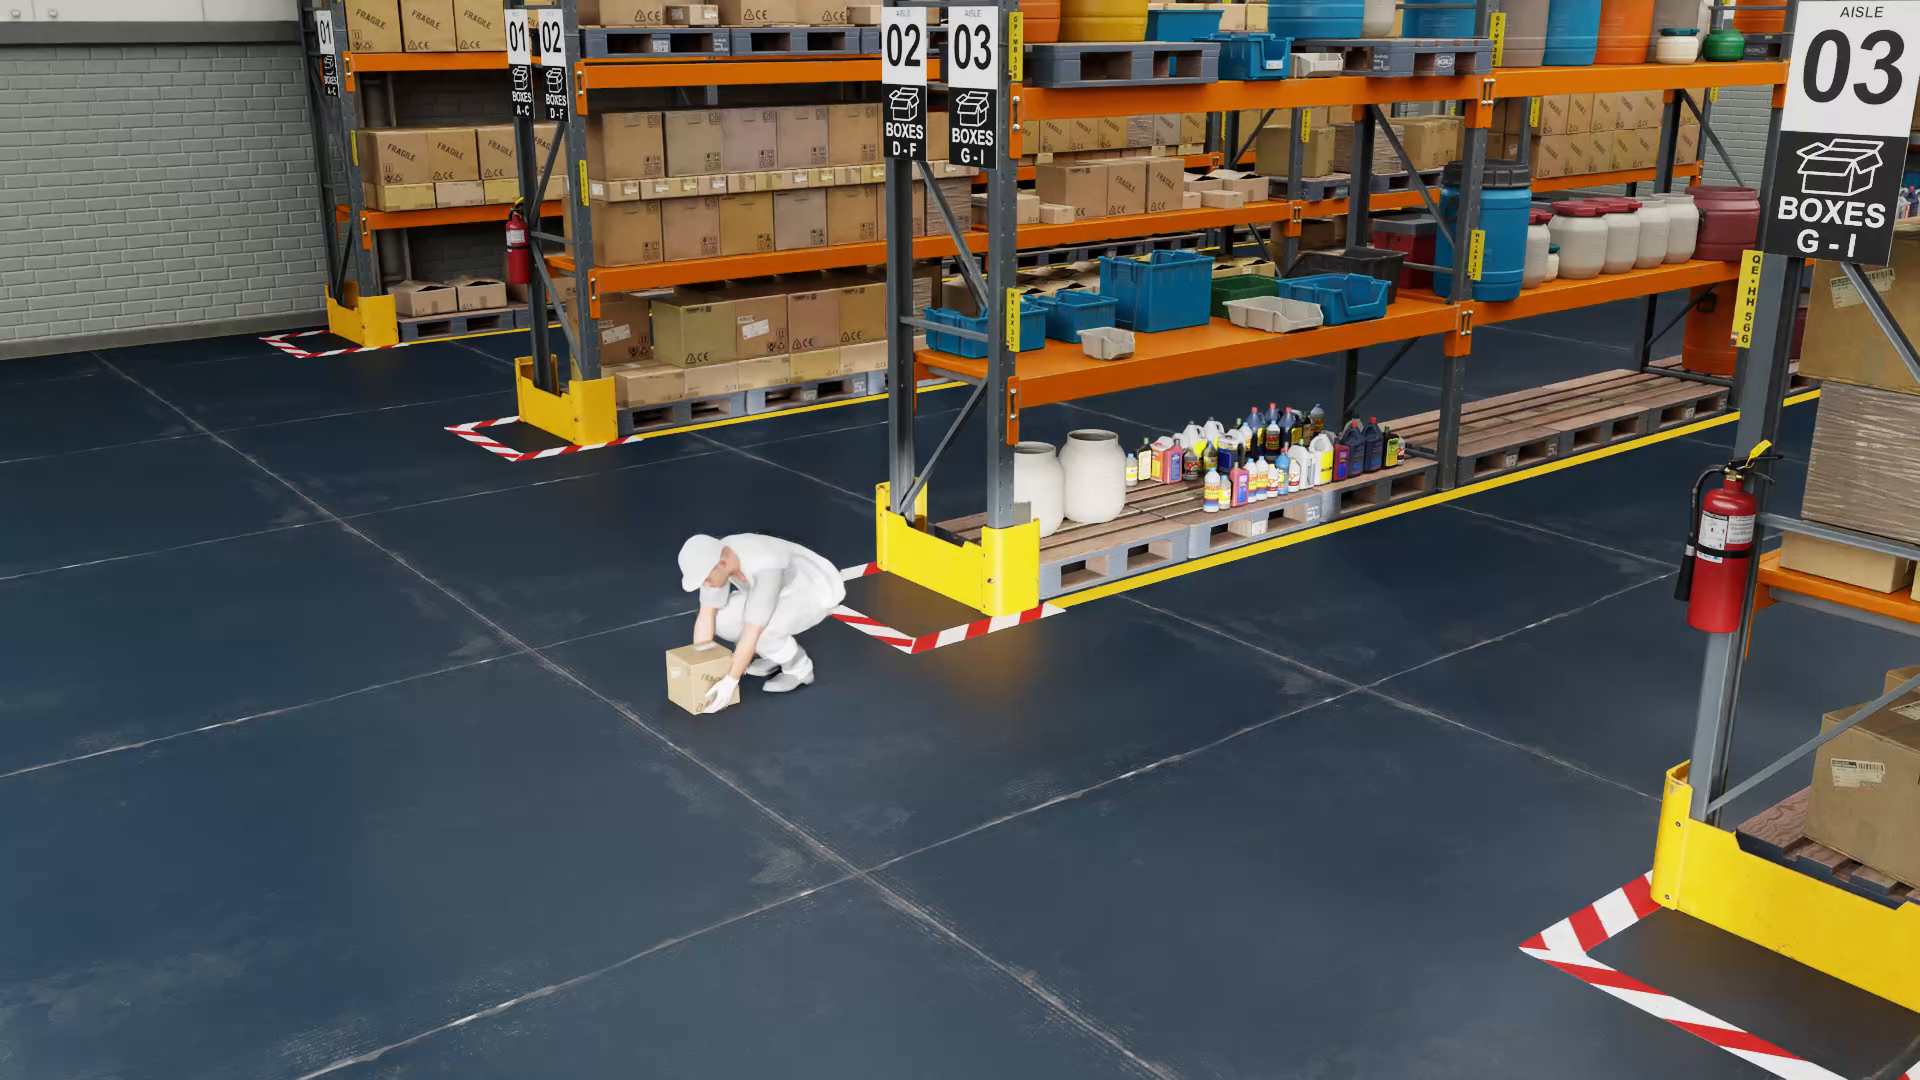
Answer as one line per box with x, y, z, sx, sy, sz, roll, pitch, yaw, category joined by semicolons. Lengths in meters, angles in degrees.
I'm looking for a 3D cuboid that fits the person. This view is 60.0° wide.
-0.971;0.321;8.080;0.891;0.878;0.562;-13;22;-36;person
